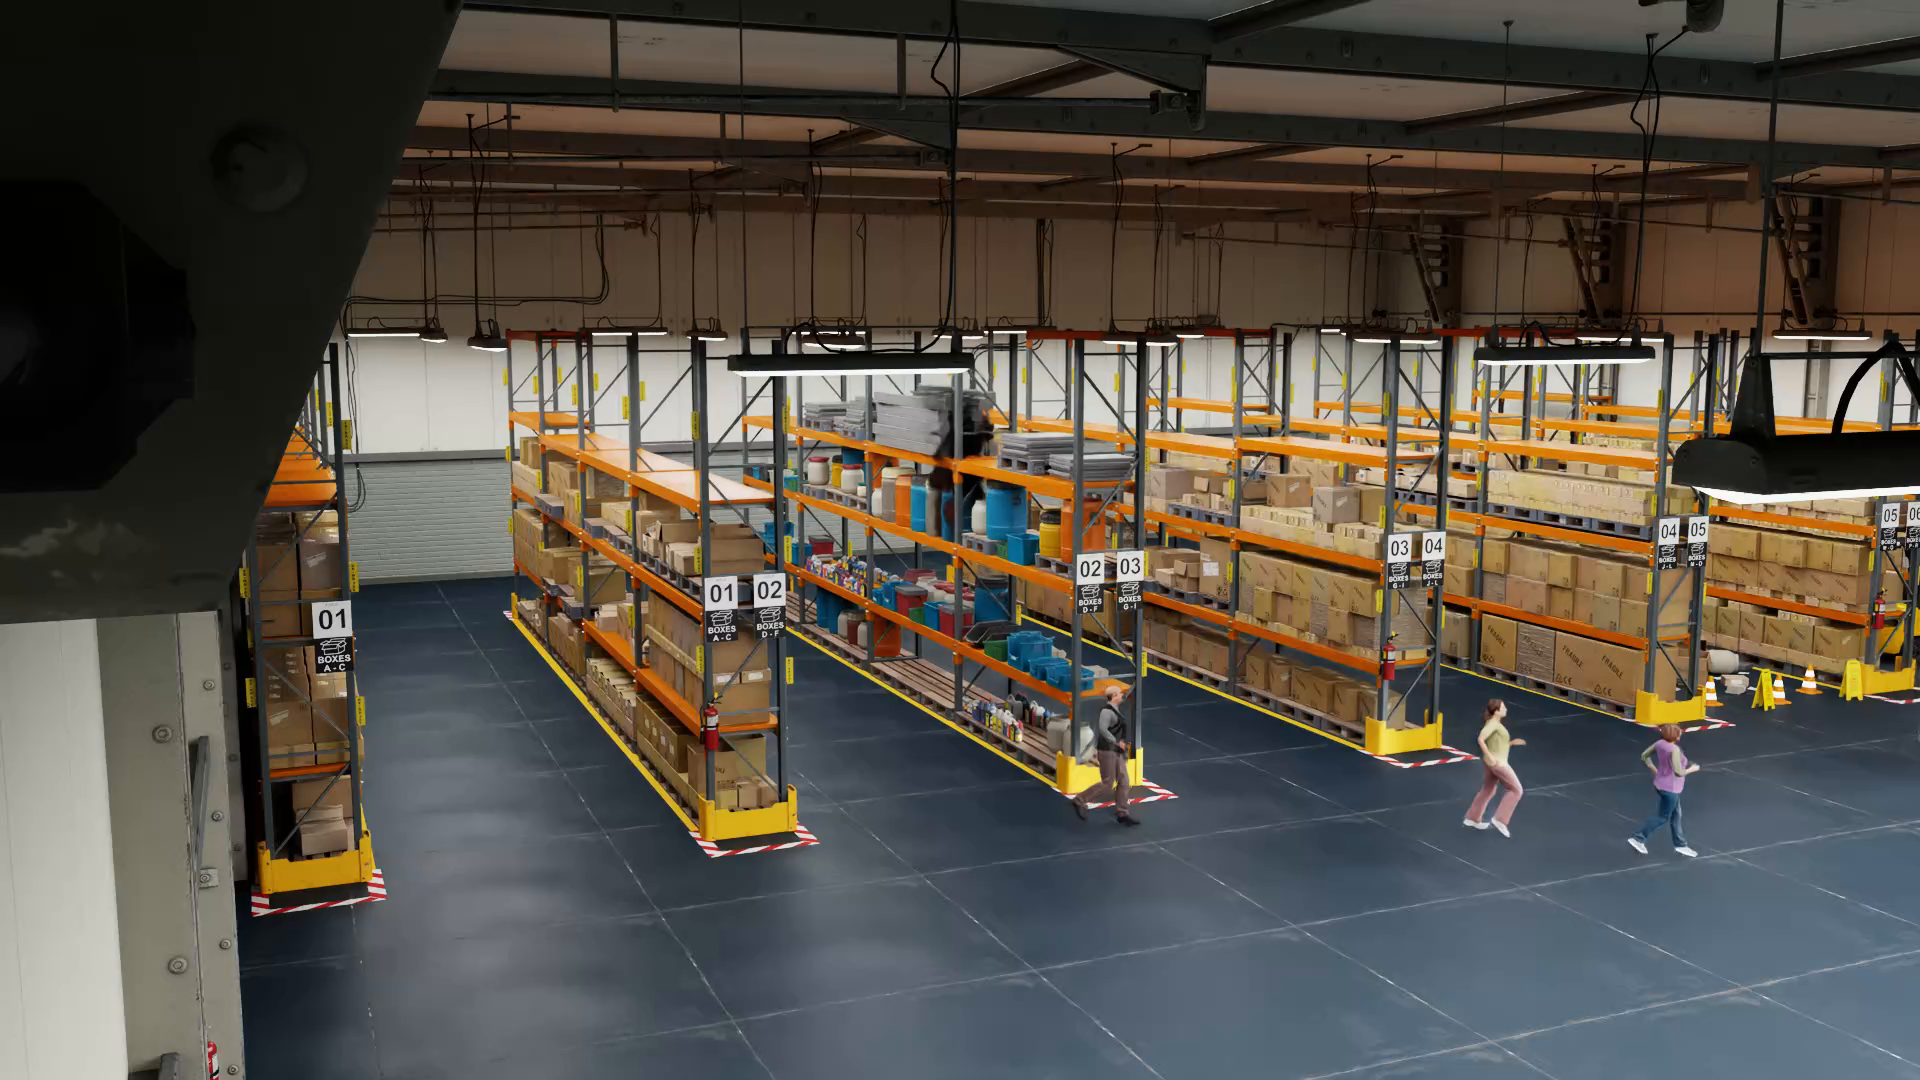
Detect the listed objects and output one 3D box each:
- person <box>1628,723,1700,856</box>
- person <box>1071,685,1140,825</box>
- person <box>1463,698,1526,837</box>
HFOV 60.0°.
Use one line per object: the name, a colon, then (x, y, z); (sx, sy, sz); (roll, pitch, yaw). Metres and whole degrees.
person: (8.194, 2.907, 19.280); (0.851, 1.606, 0.535); (0, 8, 0)
person: (1.873, 2.667, 20.846); (0.857, 1.696, 0.748); (2, 8, 14)
person: (6.523, 2.761, 20.260); (0.698, 1.696, 0.548); (1, 8, 6)
